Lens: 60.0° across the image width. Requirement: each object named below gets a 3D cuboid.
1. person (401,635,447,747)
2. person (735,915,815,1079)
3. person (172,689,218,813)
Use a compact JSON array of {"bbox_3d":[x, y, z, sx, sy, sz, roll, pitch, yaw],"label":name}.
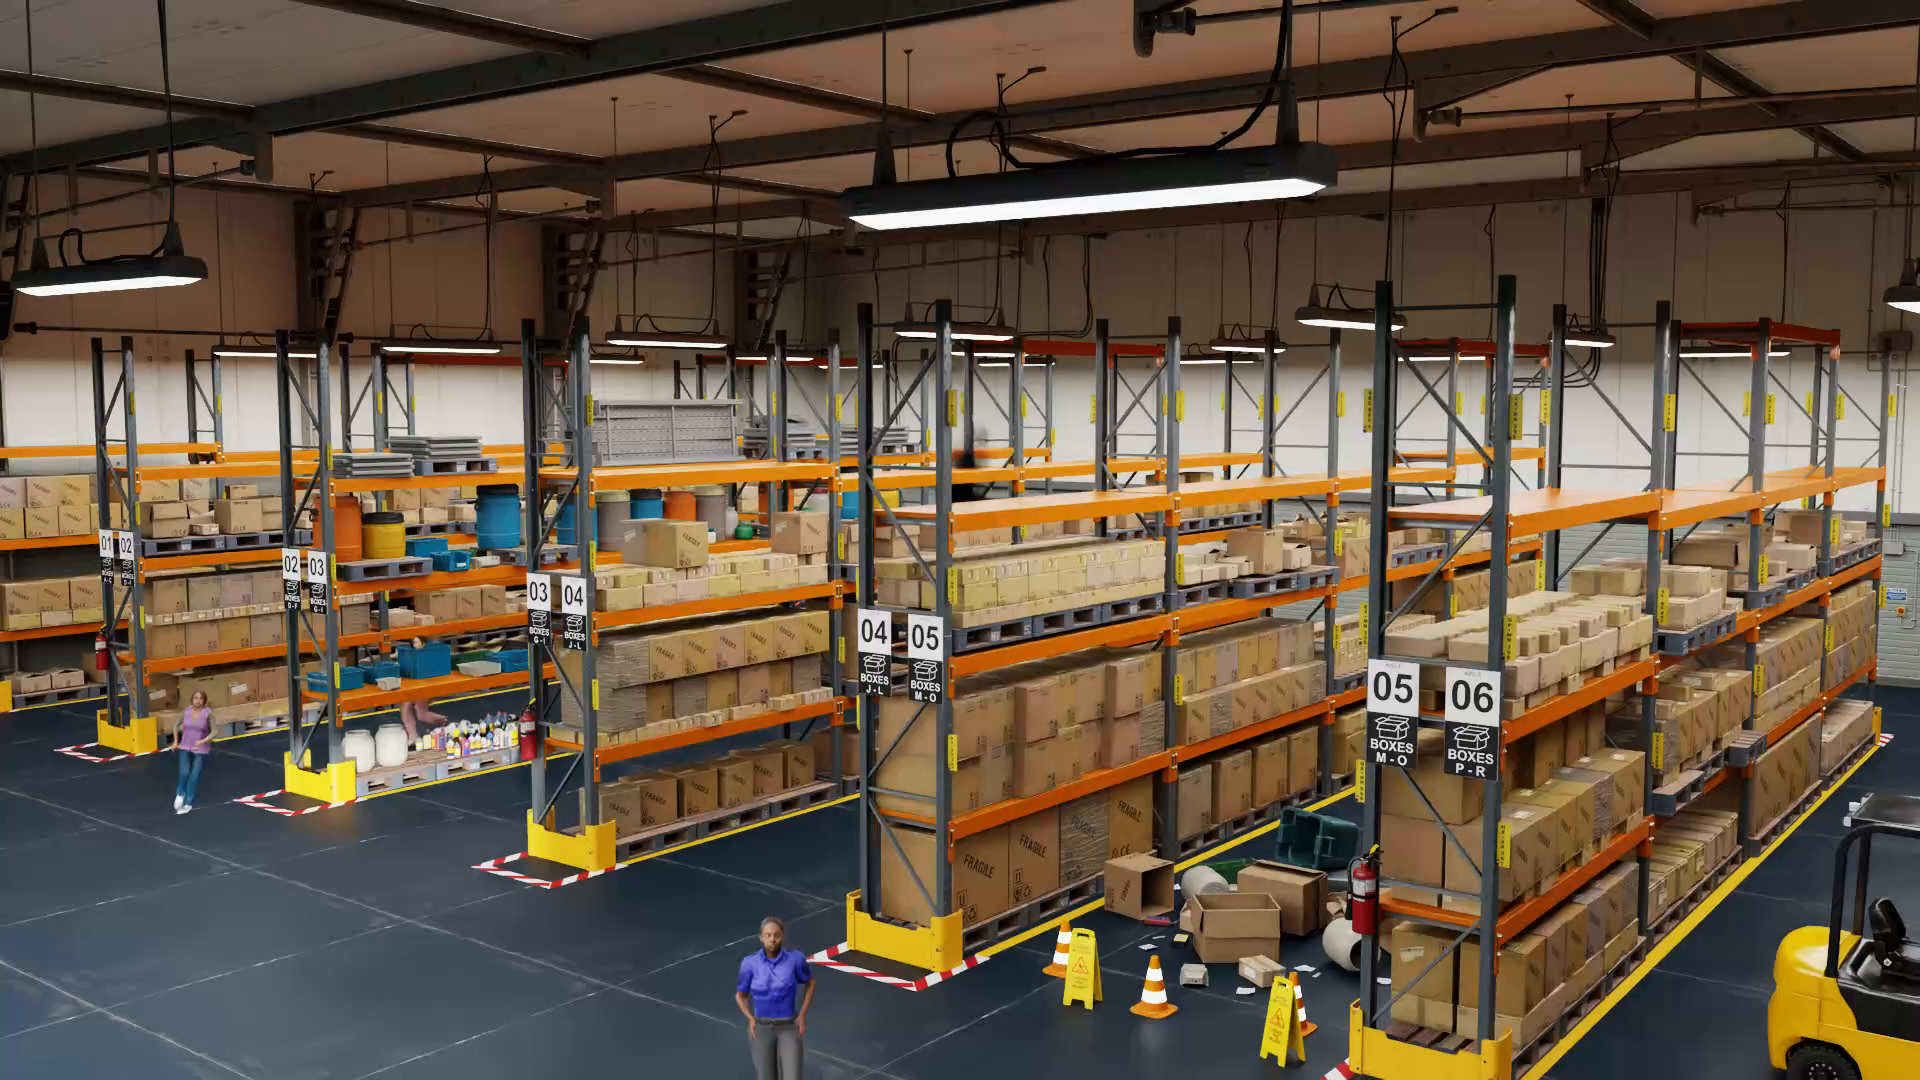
[{"bbox_3d":[-7.973,2.210,24.569,0.589,1.635,0.802,3,6,30],"label":"person"},{"bbox_3d":[-1.258,3.371,11.364,0.550,1.610,0.544,-1,5,-6],"label":"person"},{"bbox_3d":[-9.417,2.612,20.462,0.537,1.541,0.556,-2,5,-19],"label":"person"}]
